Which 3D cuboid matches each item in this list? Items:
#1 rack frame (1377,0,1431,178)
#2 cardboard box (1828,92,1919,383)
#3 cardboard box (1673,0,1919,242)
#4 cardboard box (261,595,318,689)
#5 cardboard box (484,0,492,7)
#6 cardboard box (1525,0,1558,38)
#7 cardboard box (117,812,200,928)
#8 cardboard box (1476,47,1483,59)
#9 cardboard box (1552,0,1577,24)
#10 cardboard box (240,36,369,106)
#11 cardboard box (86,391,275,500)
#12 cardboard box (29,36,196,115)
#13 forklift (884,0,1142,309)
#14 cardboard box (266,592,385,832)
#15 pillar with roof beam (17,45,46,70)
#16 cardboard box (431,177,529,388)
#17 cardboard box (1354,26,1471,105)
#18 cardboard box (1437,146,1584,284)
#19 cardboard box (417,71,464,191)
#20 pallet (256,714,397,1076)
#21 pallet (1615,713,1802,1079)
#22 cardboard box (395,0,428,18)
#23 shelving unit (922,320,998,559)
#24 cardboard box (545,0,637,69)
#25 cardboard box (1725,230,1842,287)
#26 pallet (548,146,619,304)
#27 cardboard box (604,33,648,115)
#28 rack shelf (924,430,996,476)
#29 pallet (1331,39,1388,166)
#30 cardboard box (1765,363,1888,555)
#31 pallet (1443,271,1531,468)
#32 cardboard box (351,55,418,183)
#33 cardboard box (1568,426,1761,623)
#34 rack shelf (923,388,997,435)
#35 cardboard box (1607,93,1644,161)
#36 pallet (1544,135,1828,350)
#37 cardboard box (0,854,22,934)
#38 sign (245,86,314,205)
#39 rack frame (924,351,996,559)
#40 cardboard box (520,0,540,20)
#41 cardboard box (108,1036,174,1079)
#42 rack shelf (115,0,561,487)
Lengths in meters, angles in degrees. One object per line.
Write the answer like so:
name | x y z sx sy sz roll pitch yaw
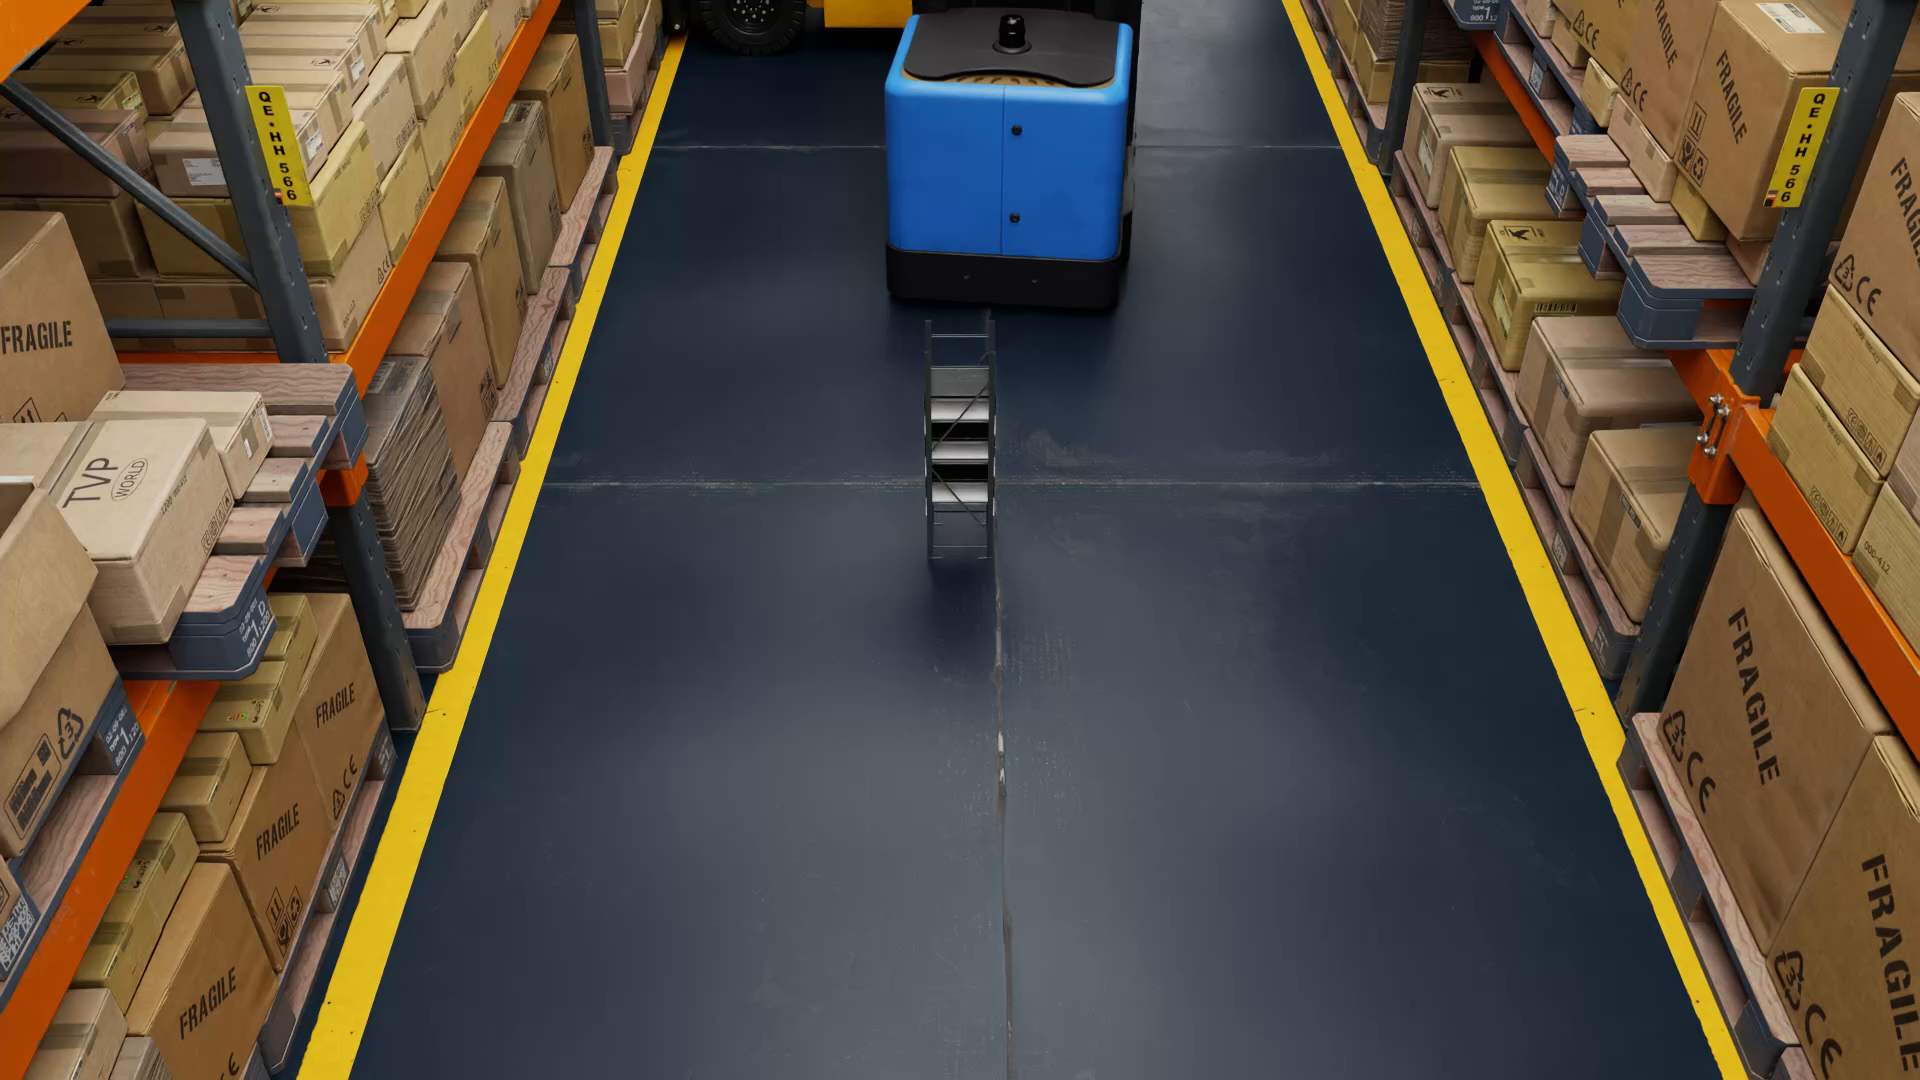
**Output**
rack frame | 2.680 -3.082 7.697 1.000 3.000 0.127 0 39 0
cardboard box | 2.441 -0.701 3.847 0.500 0.500 0.500 -1 39 -2
cardboard box | 2.406 -1.184 4.675 0.500 0.500 0.500 -1 39 -1
cardboard box | -2.025 0.292 4.631 0.380 0.149 0.250 -2 39 -2
cardboard box | -2.025 -2.264 6.397 0.500 0.250 0.500 1 39 1
cardboard box | 2.339 -1.987 6.196 0.380 0.149 0.250 1 39 2
cardboard box | -2.083 0.793 4.006 0.380 0.149 0.250 1 39 1
cardboard box | 2.949 -2.835 8.652 0.500 0.500 0.500 2 39 2
cardboard box | 2.393 -2.164 5.898 0.500 0.500 0.500 -2 39 -2
cardboard box | -2.012 -1.394 4.992 0.380 0.149 0.250 1 39 1
cardboard box | -1.894 -0.230 4.003 0.380 0.149 0.250 1 39 1
cardboard box | -2.533 -1.396 4.994 0.380 0.149 0.250 0 39 0
forklift | 0.345 -3.088 7.759 1.130 2.935 3.031 4 39 5
cardboard box | -2.063 0.501 4.889 0.500 0.500 0.500 1 39 1
pillar with roof beam | 1.123 -3.733 3.713 9.100 9.000 0.400 0 39 0
cardboard box | -2.276 -1.032 6.702 0.875 0.625 0.625 -2 39 -2
cardboard box | 2.411 -2.542 8.887 0.500 0.250 0.500 2 39 2
cardboard box | 2.687 -1.443 7.417 0.950 0.372 0.625 2 39 3
cardboard box | -2.038 -1.430 5.756 0.500 0.250 0.500 -1 39 -2
pallet | -2.316 0.980 4.858 1.003 0.211 1.213 0 39 0
pallet | 2.610 1.001 4.833 1.003 0.211 1.213 0 39 0
cardboard box | -1.997 -1.873 5.590 0.380 0.149 0.250 1 39 1
shelving unit | 0.000 -0.346 5.962 0.258 0.900 0.210 0 39 0
cardboard box | -1.975 -2.665 8.640 0.500 0.250 0.500 0 39 0
cardboard box | 2.449 -0.851 4.779 0.380 0.149 0.250 1 39 2
pallet | -2.244 -1.527 7.987 1.003 0.211 1.213 0 39 0
cardboard box | -1.953 -2.470 8.796 0.500 0.250 0.500 0 39 0
rack shelf | 0.000 -0.320 5.983 0.258 0.077 0.200 0 39 0
pallet | 2.644 -2.414 9.093 1.003 0.211 1.213 0 39 0
cardboard box | 2.434 -0.216 4.241 0.500 0.250 0.500 -1 39 -1
pallet | 2.687 -0.742 7.007 1.003 0.211 1.213 0 39 0
cardboard box | -2.035 -1.302 5.196 0.500 0.250 0.500 1 39 1
cardboard box | 2.694 -0.072 5.707 0.950 0.372 0.625 -2 39 -3
rack shelf | 0.000 -0.461 5.871 0.258 0.077 0.200 0 39 0
cardboard box | 2.339 -1.334 5.381 0.380 0.149 0.250 -2 39 -2
pallet | 2.577 -0.951 5.192 1.213 0.211 1.003 0 39 0
cardboard box | -2.053 0.607 2.679 0.700 0.500 0.500 0 39 0
sign | -1.736 -1.002 4.239 0.100 0.325 0.005 0 39 0
rack frame | 0.000 -0.282 5.883 0.240 0.900 0.006 0 39 0
cardboard box | -2.015 -2.388 6.951 0.500 0.250 0.500 0 39 0
cardboard box | -2.051 1.466 3.685 0.500 0.500 0.500 -1 39 -2
rack shelf | -2.281 -1.545 6.354 1.077 0.370 4.000 0 39 0
